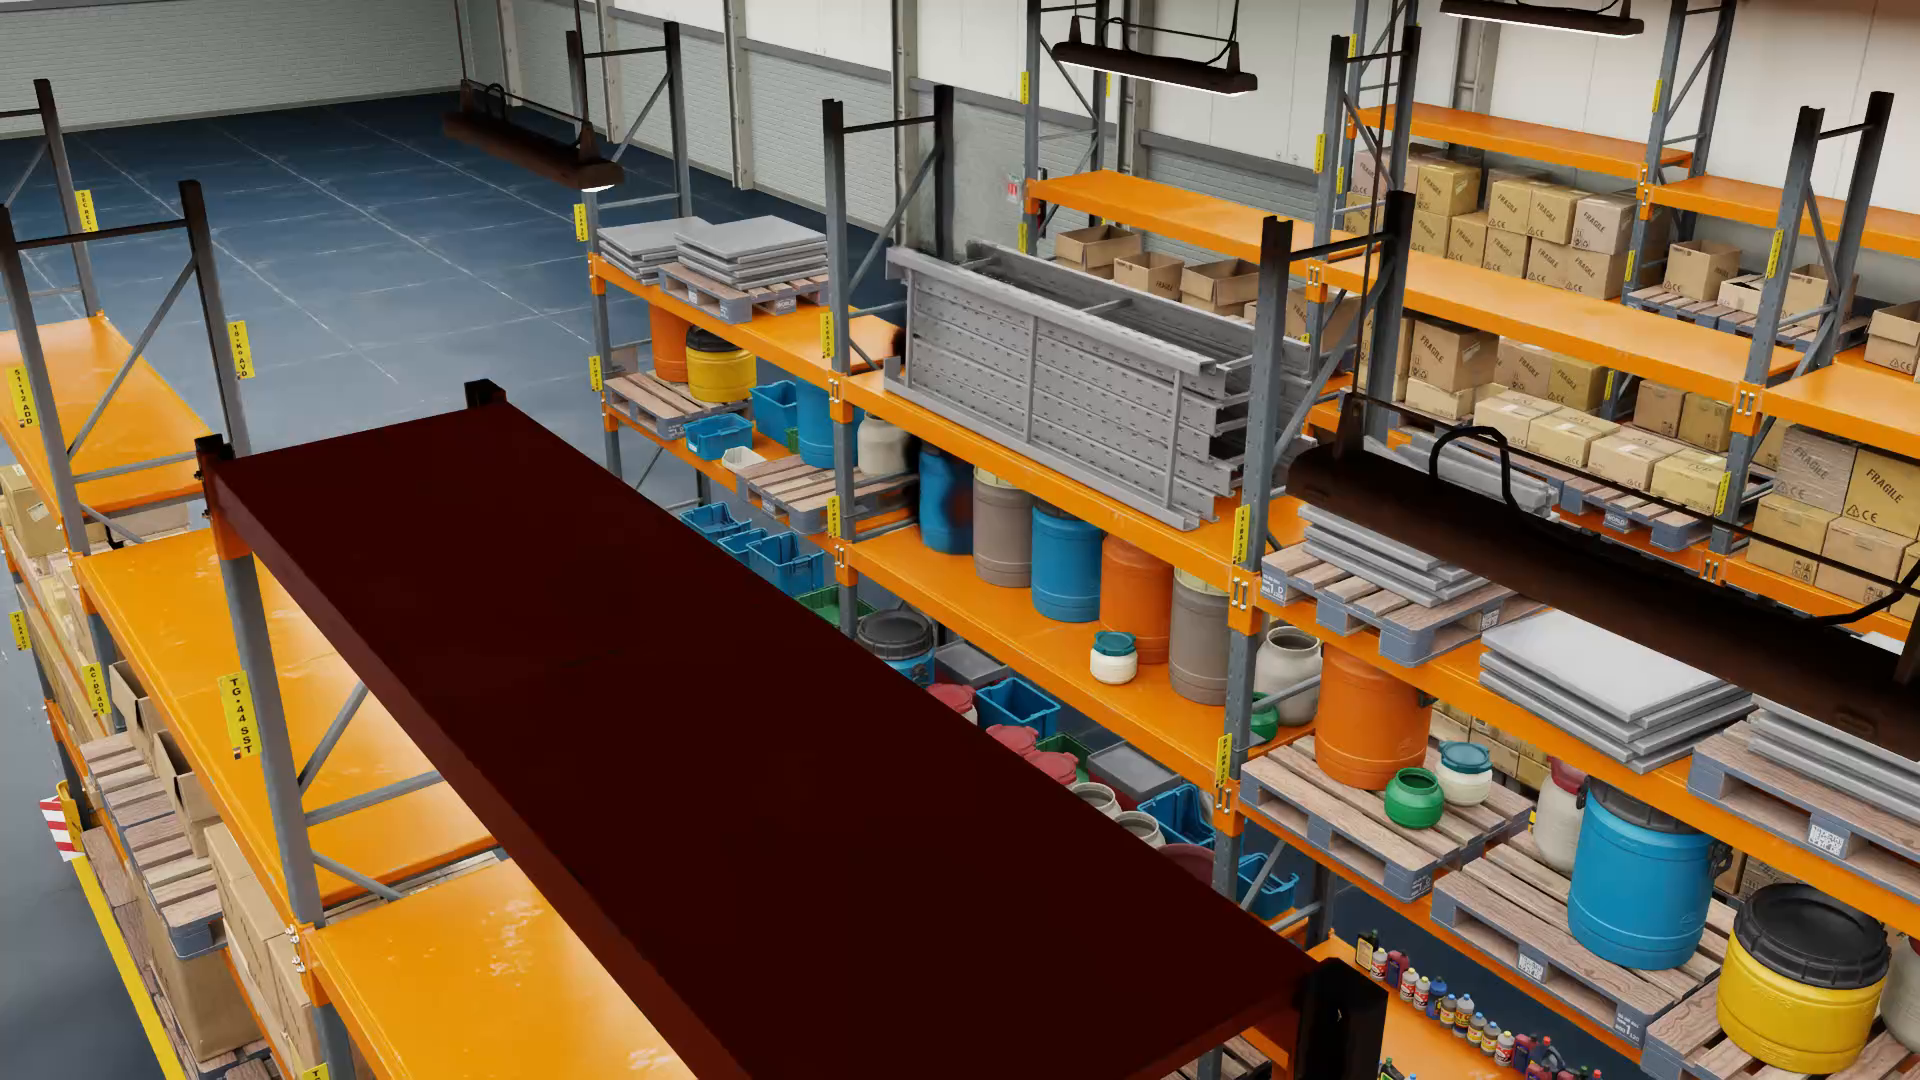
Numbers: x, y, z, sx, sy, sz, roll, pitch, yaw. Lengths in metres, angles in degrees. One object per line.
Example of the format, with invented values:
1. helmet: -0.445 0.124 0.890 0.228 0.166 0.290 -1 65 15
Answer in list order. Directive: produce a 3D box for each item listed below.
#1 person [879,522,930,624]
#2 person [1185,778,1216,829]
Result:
1. person: -0.537 0.157 15.900 0.628 1.881 0.750 -19 31 -35
2. person: 1.718 1.618 12.774 0.566 1.697 0.889 -18 30 -34
